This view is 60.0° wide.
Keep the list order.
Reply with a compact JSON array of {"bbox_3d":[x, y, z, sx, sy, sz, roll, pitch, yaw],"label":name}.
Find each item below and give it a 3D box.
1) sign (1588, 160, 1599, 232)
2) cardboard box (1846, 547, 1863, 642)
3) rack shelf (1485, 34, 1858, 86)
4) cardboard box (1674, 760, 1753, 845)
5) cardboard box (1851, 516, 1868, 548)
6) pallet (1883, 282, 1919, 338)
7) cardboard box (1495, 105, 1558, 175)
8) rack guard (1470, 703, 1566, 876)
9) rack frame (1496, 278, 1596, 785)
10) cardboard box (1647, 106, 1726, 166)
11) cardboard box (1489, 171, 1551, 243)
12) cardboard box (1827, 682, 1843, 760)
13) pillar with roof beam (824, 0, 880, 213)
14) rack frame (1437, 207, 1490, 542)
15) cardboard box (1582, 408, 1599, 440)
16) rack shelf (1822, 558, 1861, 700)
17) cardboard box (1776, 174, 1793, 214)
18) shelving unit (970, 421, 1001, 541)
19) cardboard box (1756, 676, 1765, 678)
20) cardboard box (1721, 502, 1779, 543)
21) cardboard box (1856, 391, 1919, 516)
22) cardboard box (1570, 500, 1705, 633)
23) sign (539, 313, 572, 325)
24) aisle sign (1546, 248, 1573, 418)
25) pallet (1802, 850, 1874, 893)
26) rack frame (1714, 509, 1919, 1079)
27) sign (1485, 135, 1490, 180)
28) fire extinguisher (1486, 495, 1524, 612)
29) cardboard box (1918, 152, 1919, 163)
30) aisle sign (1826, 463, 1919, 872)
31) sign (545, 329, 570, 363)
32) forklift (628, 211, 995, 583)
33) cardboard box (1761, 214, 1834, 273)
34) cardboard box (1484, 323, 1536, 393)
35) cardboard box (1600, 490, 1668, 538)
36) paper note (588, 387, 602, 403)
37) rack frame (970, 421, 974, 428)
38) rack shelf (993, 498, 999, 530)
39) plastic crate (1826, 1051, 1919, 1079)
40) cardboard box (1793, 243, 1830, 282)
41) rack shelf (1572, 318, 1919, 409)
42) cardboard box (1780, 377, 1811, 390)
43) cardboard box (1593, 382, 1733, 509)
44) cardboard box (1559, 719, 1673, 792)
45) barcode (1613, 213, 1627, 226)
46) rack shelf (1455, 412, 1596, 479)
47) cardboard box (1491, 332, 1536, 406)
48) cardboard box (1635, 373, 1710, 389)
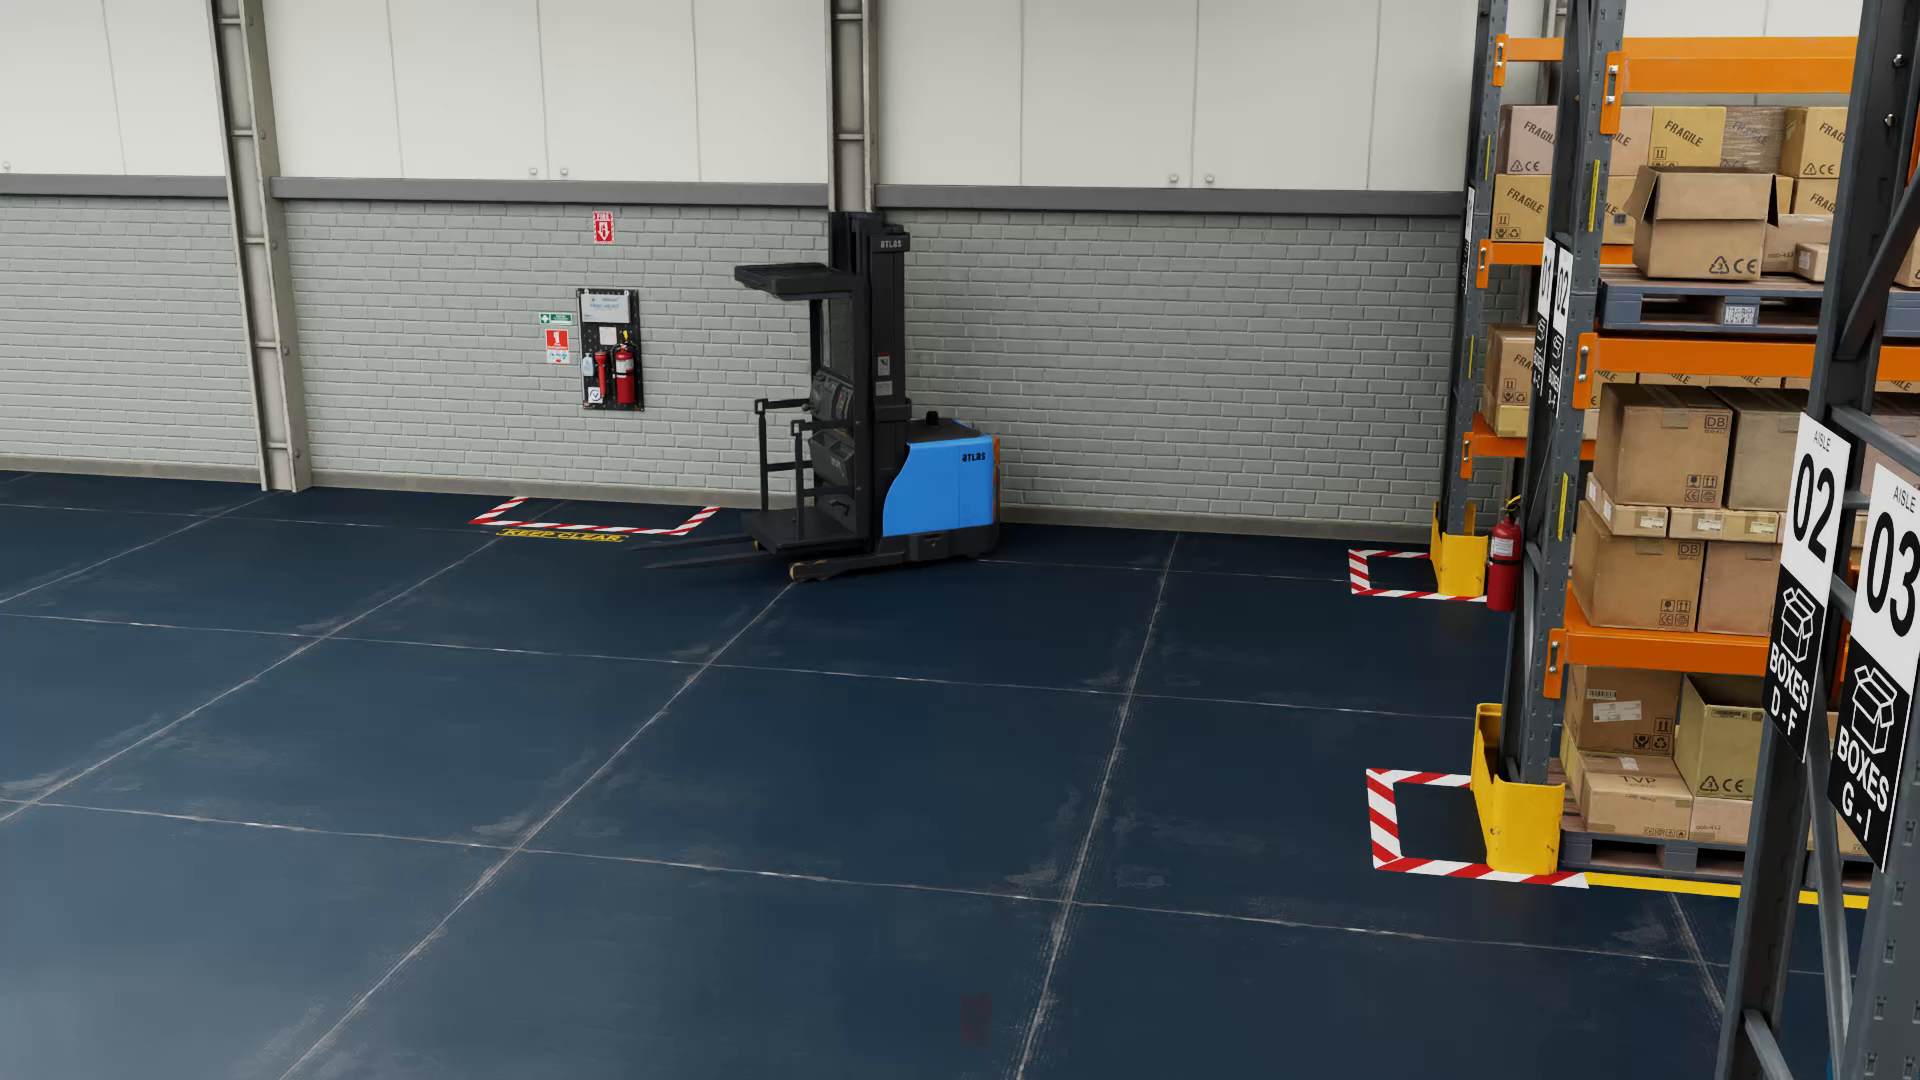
[{"bbox_3d":[2.969,-1.613,7.790,0.005,0.325,0.100,3,16,11],"label":"sign"},{"bbox_3d":[4.541,0.182,8.528,0.500,0.500,0.700,3,16,11],"label":"cardboard box"},{"bbox_3d":[6.028,-3.585,12.431,4.000,0.370,1.077,3,16,11],"label":"rack shelf"},{"bbox_3d":[4.057,1.383,8.746,0.500,0.250,0.500,3,16,11],"label":"cardboard box"},{"bbox_3d":[4.439,-0.082,8.265,0.250,0.149,0.380,3,16,9],"label":"cardboard box"},{"bbox_3d":[4.972,-1.147,8.059,1.213,0.211,1.003,3,16,11],"label":"pallet"},{"bbox_3d":[4.398,-3.050,12.666,0.500,0.500,0.500,2,16,7],"label":"cardboard box"},{"bbox_3d":[3.062,1.351,9.179,0.348,0.500,1.175,3,16,11],"label":"rack guard"},{"bbox_3d":[3.085,0.148,8.840,0.127,3.000,1.000,3,16,11],"label":"rack frame"},{"bbox_3d":[5.384,-2.986,12.434,0.500,0.500,0.500,4,16,13],"label":"cardboard box"},{"bbox_3d":[4.346,-2.569,12.803,0.500,0.500,0.500,4,16,13],"label":"cardboard box"},{"bbox_3d":[4.549,1.045,8.560,0.500,0.500,0.500,3,16,11],"label":"cardboard box"},{"bbox_3d":[-1.811,-3.422,10.488,0.400,9.000,9.100,3,16,11],"label":"pillar with roof beam"},{"bbox_3d":[4.069,-1.149,13.519,0.127,3.000,1.000,3,16,11],"label":"rack frame"},{"bbox_3d":[4.995,-0.953,13.057,0.500,0.250,0.500,3,16,9],"label":"cardboard box"},{"bbox_3d":[4.054,0.451,3.475,4.000,0.370,1.077,3,16,11],"label":"rack shelf"},{"bbox_3d":[5.904,-2.481,12.487,0.500,0.500,0.500,4,16,15],"label":"cardboard box"},{"bbox_3d":[0.225,-0.526,14.924,0.252,1.050,0.215,2,16,8],"label":"shelving unit"},{"bbox_3d":[4.653,0.909,9.051,0.500,0.500,0.500,3,16,11],"label":"cardboard box"},{"bbox_3d":[3.930,-0.109,8.364,0.250,0.149,0.380,3,16,11],"label":"cardboard box"},{"bbox_3d":[4.602,-0.442,8.350,0.500,0.500,0.700,3,16,11],"label":"cardboard box"},{"bbox_3d":[3.540,0.128,8.725,0.500,0.500,0.700,3,16,11],"label":"cardboard box"},{"bbox_3d":[-3.885,-2.125,15.983,0.331,0.109,0.001,3,16,11],"label":"sign"},{"bbox_3d":[2.960,-1.029,8.217,0.004,0.787,0.394,3,16,11],"label":"aisle sign"},{"bbox_3d":[5.035,1.587,8.869,1.213,0.211,1.003,3,16,11],"label":"pallet"},{"bbox_3d":[2.094,1.443,4.163,0.127,3.000,1.000,3,16,11],"label":"rack frame"},{"bbox_3d":[3.961,-2.873,12.490,0.005,0.325,0.100,3,16,11],"label":"sign"},{"bbox_3d":[3.062,0.057,9.312,0.183,0.674,0.296,3,16,11],"label":"fire extinguisher"},{"bbox_3d":[6.901,-2.903,12.137,0.500,0.500,0.500,4,16,14],"label":"cardboard box"},{"bbox_3d":[1.965,0.263,3.553,0.004,0.787,0.394,3,16,11],"label":"aisle sign"},{"bbox_3d":[-3.888,-1.872,16.063,0.234,0.329,0.001,3,16,11],"label":"sign"},{"bbox_3d":[-1.262,-1.217,13.896,3.031,2.935,1.130,-7,17,-23],"label":"forklift"},{"bbox_3d":[4.266,-1.503,8.413,0.500,0.250,0.500,3,16,11],"label":"cardboard box"},{"bbox_3d":[4.573,-1.478,13.547,0.500,0.500,0.500,3,16,10],"label":"cardboard box"},{"bbox_3d":[3.427,-0.136,8.462,0.250,0.149,0.380,3,16,11],"label":"cardboard box"},{"bbox_3d":[-3.527,-1.401,16.081,0.142,0.148,0.016,3,16,11],"label":"paper note"},{"bbox_3d":[0.104,-0.531,14.941,0.008,1.050,0.200,2,16,8],"label":"rack frame"},{"bbox_3d":[0.225,-0.248,15.001,0.240,0.259,0.215,2,16,8],"label":"rack shelf"},{"bbox_3d":[2.644,1.463,4.370,0.616,0.251,0.499,3,16,11],"label":"plastic crate"},{"bbox_3d":[4.203,-1.338,8.006,0.250,0.149,0.380,3,16,11],"label":"cardboard box"},{"bbox_3d":[5.045,-0.845,8.152,4.000,0.370,1.077,3,16,11],"label":"rack shelf"},{"bbox_3d":[6.482,-1.233,12.664,0.500,0.500,0.500,3,16,9],"label":"cardboard box"},{"bbox_3d":[3.592,-0.495,8.542,0.500,0.500,0.700,3,16,11],"label":"cardboard box"},{"bbox_3d":[3.669,1.221,9.327,0.500,0.250,0.500,3,16,11],"label":"cardboard box"},{"bbox_3d":[3.477,-1.688,8.760,0.075,0.075,0.001,3,16,11],"label":"barcode"},{"bbox_3d":[6.028,-0.695,13.231,4.000,0.370,1.077,3,16,11],"label":"rack shelf"},{"bbox_3d":[4.477,-1.343,13.061,0.500,0.500,0.500,3,16,11],"label":"cardboard box"},{"bbox_3d":[5.464,-1.285,12.852,0.500,0.500,0.500,3,16,9],"label":"cardboard box"}]
